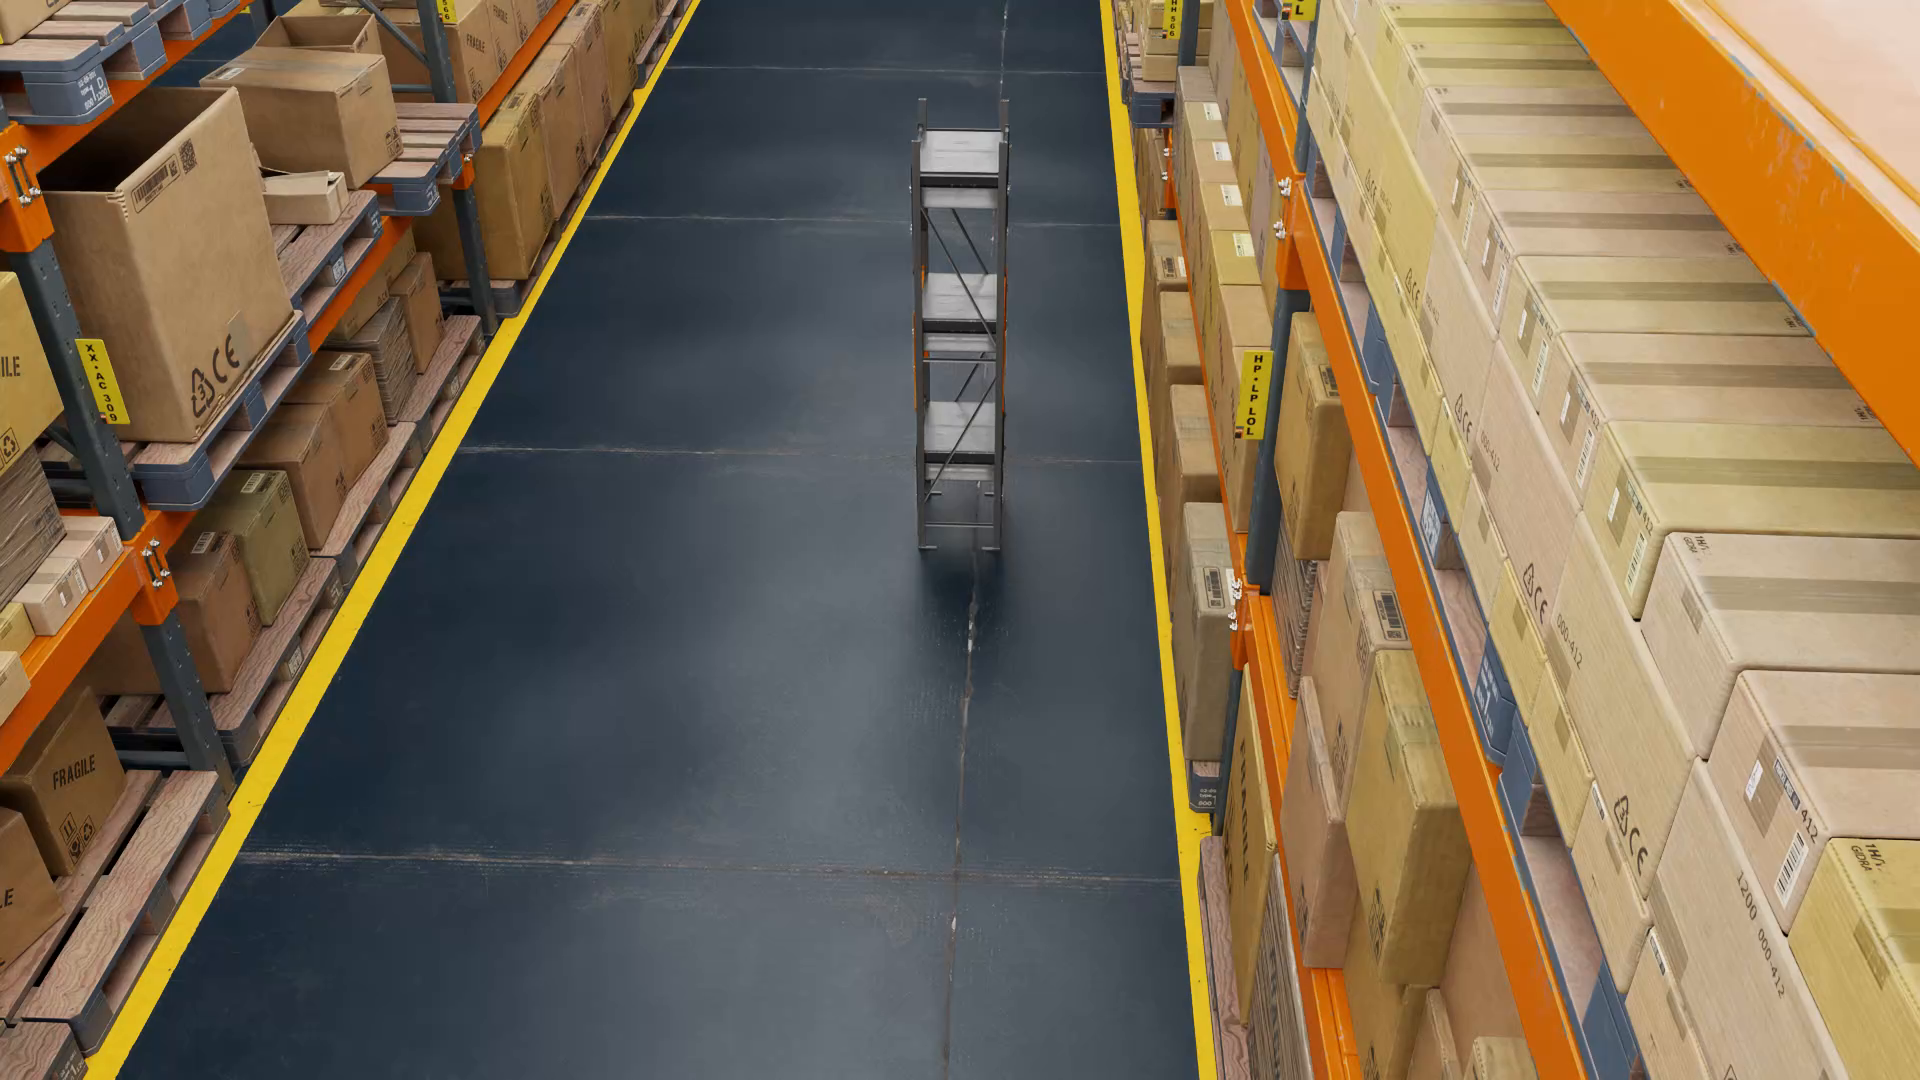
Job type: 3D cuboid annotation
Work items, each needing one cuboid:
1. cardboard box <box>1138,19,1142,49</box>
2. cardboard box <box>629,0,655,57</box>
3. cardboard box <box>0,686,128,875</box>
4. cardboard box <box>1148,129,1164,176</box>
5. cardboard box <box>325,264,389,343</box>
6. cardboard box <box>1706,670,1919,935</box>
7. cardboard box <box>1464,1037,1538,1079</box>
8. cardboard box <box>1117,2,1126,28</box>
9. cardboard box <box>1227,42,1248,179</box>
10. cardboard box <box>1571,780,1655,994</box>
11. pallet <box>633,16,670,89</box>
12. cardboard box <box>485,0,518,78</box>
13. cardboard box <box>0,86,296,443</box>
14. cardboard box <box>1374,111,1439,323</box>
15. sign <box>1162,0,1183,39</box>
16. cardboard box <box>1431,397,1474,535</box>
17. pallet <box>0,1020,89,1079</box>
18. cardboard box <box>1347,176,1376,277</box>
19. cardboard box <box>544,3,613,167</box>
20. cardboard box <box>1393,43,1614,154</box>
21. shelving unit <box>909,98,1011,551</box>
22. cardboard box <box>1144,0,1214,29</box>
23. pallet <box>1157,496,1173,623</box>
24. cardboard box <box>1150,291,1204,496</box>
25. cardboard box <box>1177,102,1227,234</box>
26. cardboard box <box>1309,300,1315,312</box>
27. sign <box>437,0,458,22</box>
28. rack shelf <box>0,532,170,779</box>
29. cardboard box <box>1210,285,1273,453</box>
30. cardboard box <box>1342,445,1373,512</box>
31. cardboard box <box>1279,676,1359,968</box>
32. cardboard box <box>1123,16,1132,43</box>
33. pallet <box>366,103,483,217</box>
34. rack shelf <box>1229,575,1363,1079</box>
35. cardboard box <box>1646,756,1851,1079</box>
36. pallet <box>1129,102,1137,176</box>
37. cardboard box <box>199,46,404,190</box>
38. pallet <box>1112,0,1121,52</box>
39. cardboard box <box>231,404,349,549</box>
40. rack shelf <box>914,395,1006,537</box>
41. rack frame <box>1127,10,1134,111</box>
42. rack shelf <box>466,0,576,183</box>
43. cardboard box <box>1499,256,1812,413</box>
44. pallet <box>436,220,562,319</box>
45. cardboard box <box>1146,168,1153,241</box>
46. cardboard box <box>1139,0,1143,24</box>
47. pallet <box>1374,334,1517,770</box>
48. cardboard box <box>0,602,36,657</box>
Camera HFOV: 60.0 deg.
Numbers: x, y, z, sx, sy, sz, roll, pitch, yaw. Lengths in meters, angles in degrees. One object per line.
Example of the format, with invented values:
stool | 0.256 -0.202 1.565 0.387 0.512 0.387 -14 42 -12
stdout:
cardboard box | 1.236 -2.969 9.719 0.380 0.149 0.250 2 35 3
cardboard box | -3.031 -4.466 13.479 0.875 0.875 0.875 1 35 2
cardboard box | -3.514 0.890 6.184 0.500 0.500 0.500 0 35 0
cardboard box | 1.429 -2.461 10.299 0.500 0.250 0.500 2 35 3
cardboard box | -3.306 -1.262 8.575 0.500 0.250 0.500 5 35 7
cardboard box | 1.019 0.273 1.717 0.380 0.149 0.250 1 35 2
cardboard box | 1.316 1.247 2.797 0.875 0.550 0.550 1 35 2
cardboard box | 1.532 -4.447 14.083 0.380 0.149 0.250 1 35 2
cardboard box | 1.589 -1.922 7.420 0.700 0.500 0.500 1 35 1
cardboard box | 1.028 0.452 2.155 0.380 0.149 0.250 2 35 3
pallet | -3.028 -4.080 13.872 1.003 0.211 1.213 1 35 2
cardboard box | -2.988 -3.098 9.963 0.500 0.500 0.500 0 35 1
cardboard box | -3.287 -1.060 6.263 1.000 1.000 1.000 2 35 2
cardboard box | 1.156 -0.663 3.396 0.500 0.250 0.500 1 35 1
sign | 1.112 -2.764 8.636 0.100 0.325 0.005 1 35 2
cardboard box | 1.069 -0.131 2.986 0.380 0.149 0.250 2 35 2
pallet | -3.496 2.040 5.163 1.003 0.211 1.213 1 35 2
cardboard box | 1.109 -0.717 3.819 0.380 0.149 0.250 1 35 1
cardboard box | -3.178 -3.207 11.687 1.225 0.875 0.875 0 35 0
cardboard box | 1.100 -0.894 3.377 0.380 0.149 0.250 2 35 2
shelving unit | 0.007 -0.954 7.782 0.431 2.100 0.503 1 35 2
cardboard box | 1.216 -2.920 9.132 0.380 0.149 0.250 0 35 0
pallet | 1.495 -0.024 8.101 1.003 0.211 1.213 1 35 2
cardboard box | 1.508 -0.717 8.252 1.050 0.750 0.750 2 35 3
cardboard box | 1.349 -1.812 8.133 0.500 0.500 0.500 1 35 1
cardboard box | 1.508 -0.753 5.756 0.700 0.500 0.500 1 35 1
sign | -2.755 -2.922 8.861 0.100 0.325 0.005 1 35 2
rack shelf | -3.539 1.253 4.483 1.077 0.370 4.000 1 35 2
cardboard box | 1.268 -0.654 6.486 0.500 0.500 0.500 1 35 1
cardboard box | 1.538 0.009 4.558 0.875 0.550 0.550 1 35 2
cardboard box | 1.352 0.758 4.433 0.875 0.550 0.550 1 35 2
cardboard box | 1.508 -4.085 13.309 0.380 0.149 0.250 0 35 0
pallet | -3.220 -1.998 8.651 1.213 0.211 1.003 1 35 2
rack shelf | 1.413 1.426 4.238 1.077 0.370 4.000 1 35 2
cardboard box | 1.073 0.493 1.751 0.500 0.250 0.500 2 35 3
pallet | 1.785 -3.025 12.371 1.003 0.211 1.213 1 35 2
cardboard box | -3.202 -2.067 8.130 0.700 0.500 0.500 6 36 9
pallet | 1.853 -4.562 14.558 1.003 0.211 1.213 1 35 2
cardboard box | -3.352 -0.295 7.852 0.700 0.500 0.500 -2 35 -2
rack shelf | 0.007 -0.370 8.192 0.431 0.518 0.480 1 35 2
rack frame | 1.815 -4.614 12.206 1.000 3.000 0.127 1 35 2
rack shelf | -3.217 -3.343 11.023 1.077 0.370 4.000 1 35 2
cardboard box | 1.059 -0.314 2.553 0.380 0.149 0.250 1 35 1
pallet | -3.191 -1.798 10.625 1.003 0.211 1.213 1 35 2
cardboard box | 1.444 -2.147 10.505 0.500 0.500 0.500 3 35 4
cardboard box | 1.236 -3.105 9.654 0.380 0.149 0.250 2 35 3
pallet | 1.398 -0.039 3.166 1.003 0.211 1.213 1 35 2
cardboard box | -3.263 0.329 5.392 0.380 0.149 0.250 1 35 2
